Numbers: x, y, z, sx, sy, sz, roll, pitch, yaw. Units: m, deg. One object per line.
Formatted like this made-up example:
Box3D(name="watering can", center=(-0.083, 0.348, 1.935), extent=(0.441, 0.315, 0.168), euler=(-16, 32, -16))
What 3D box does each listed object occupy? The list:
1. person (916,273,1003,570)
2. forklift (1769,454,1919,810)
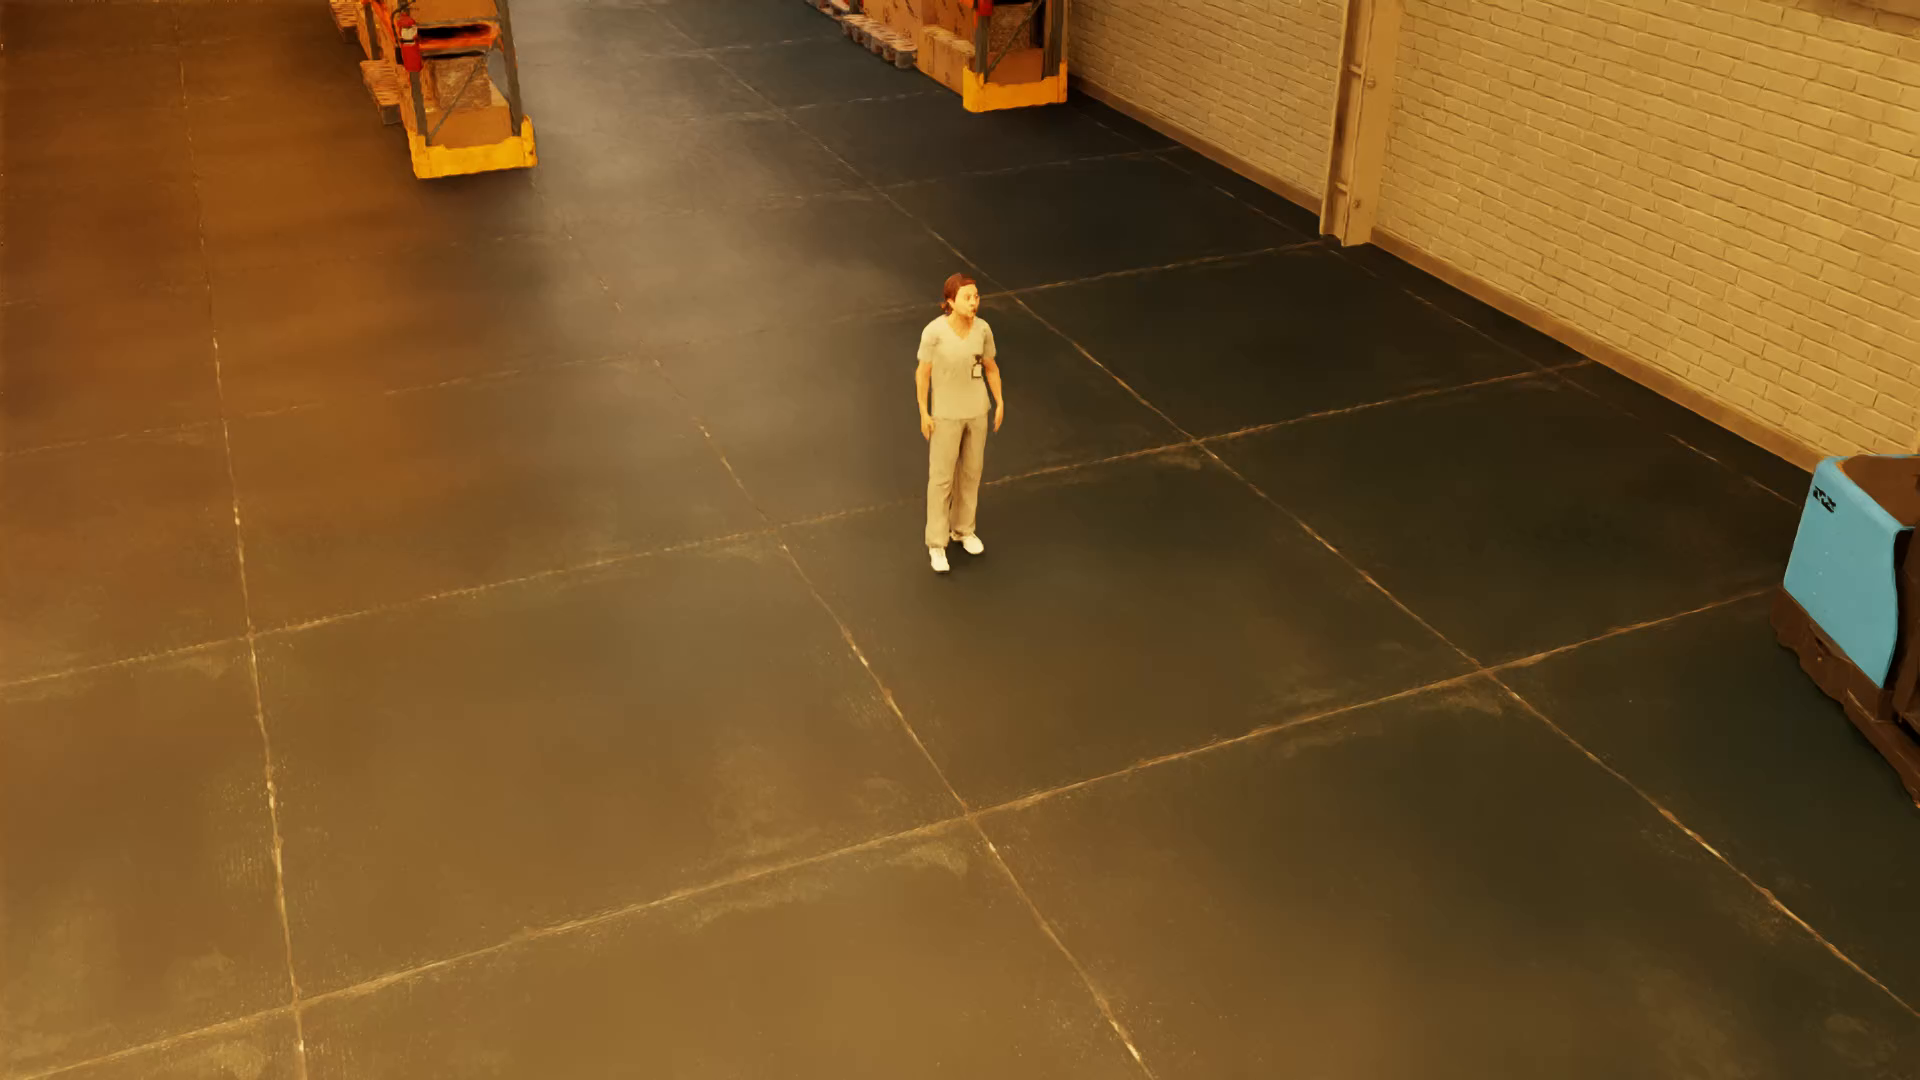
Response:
Box3D(name="person", center=(0.017, -0.697, 9.590), extent=(0.550, 1.674, 0.548), euler=(-12, 32, -20))
Box3D(name="forklift", center=(5.056, -0.064, 7.232), extent=(1.130, 2.935, 3.031), euler=(-2, 30, -3))
